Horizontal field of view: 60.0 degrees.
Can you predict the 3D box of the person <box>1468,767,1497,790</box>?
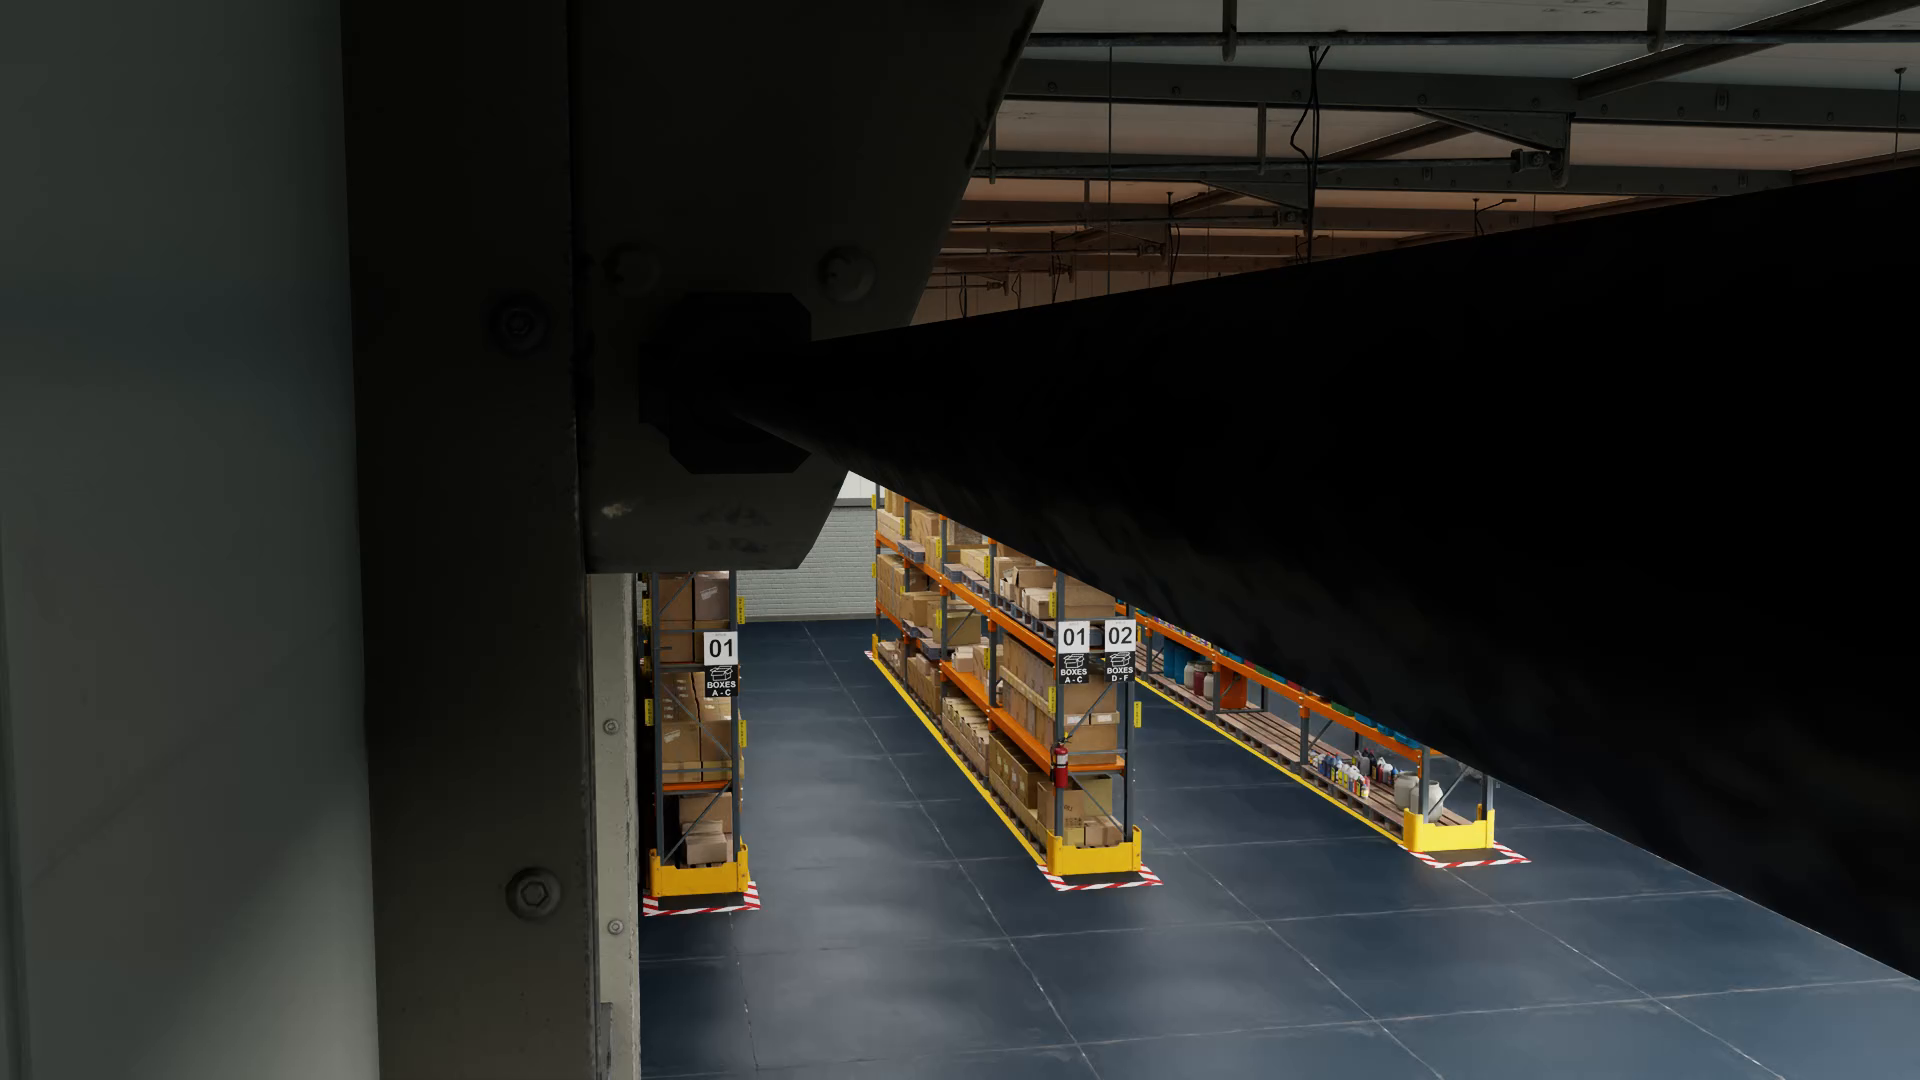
[{"bbox_3d":[8.052,2.887,25.295,0.649,1.777,0.943,-3,6,-25],"label":"person"}]
